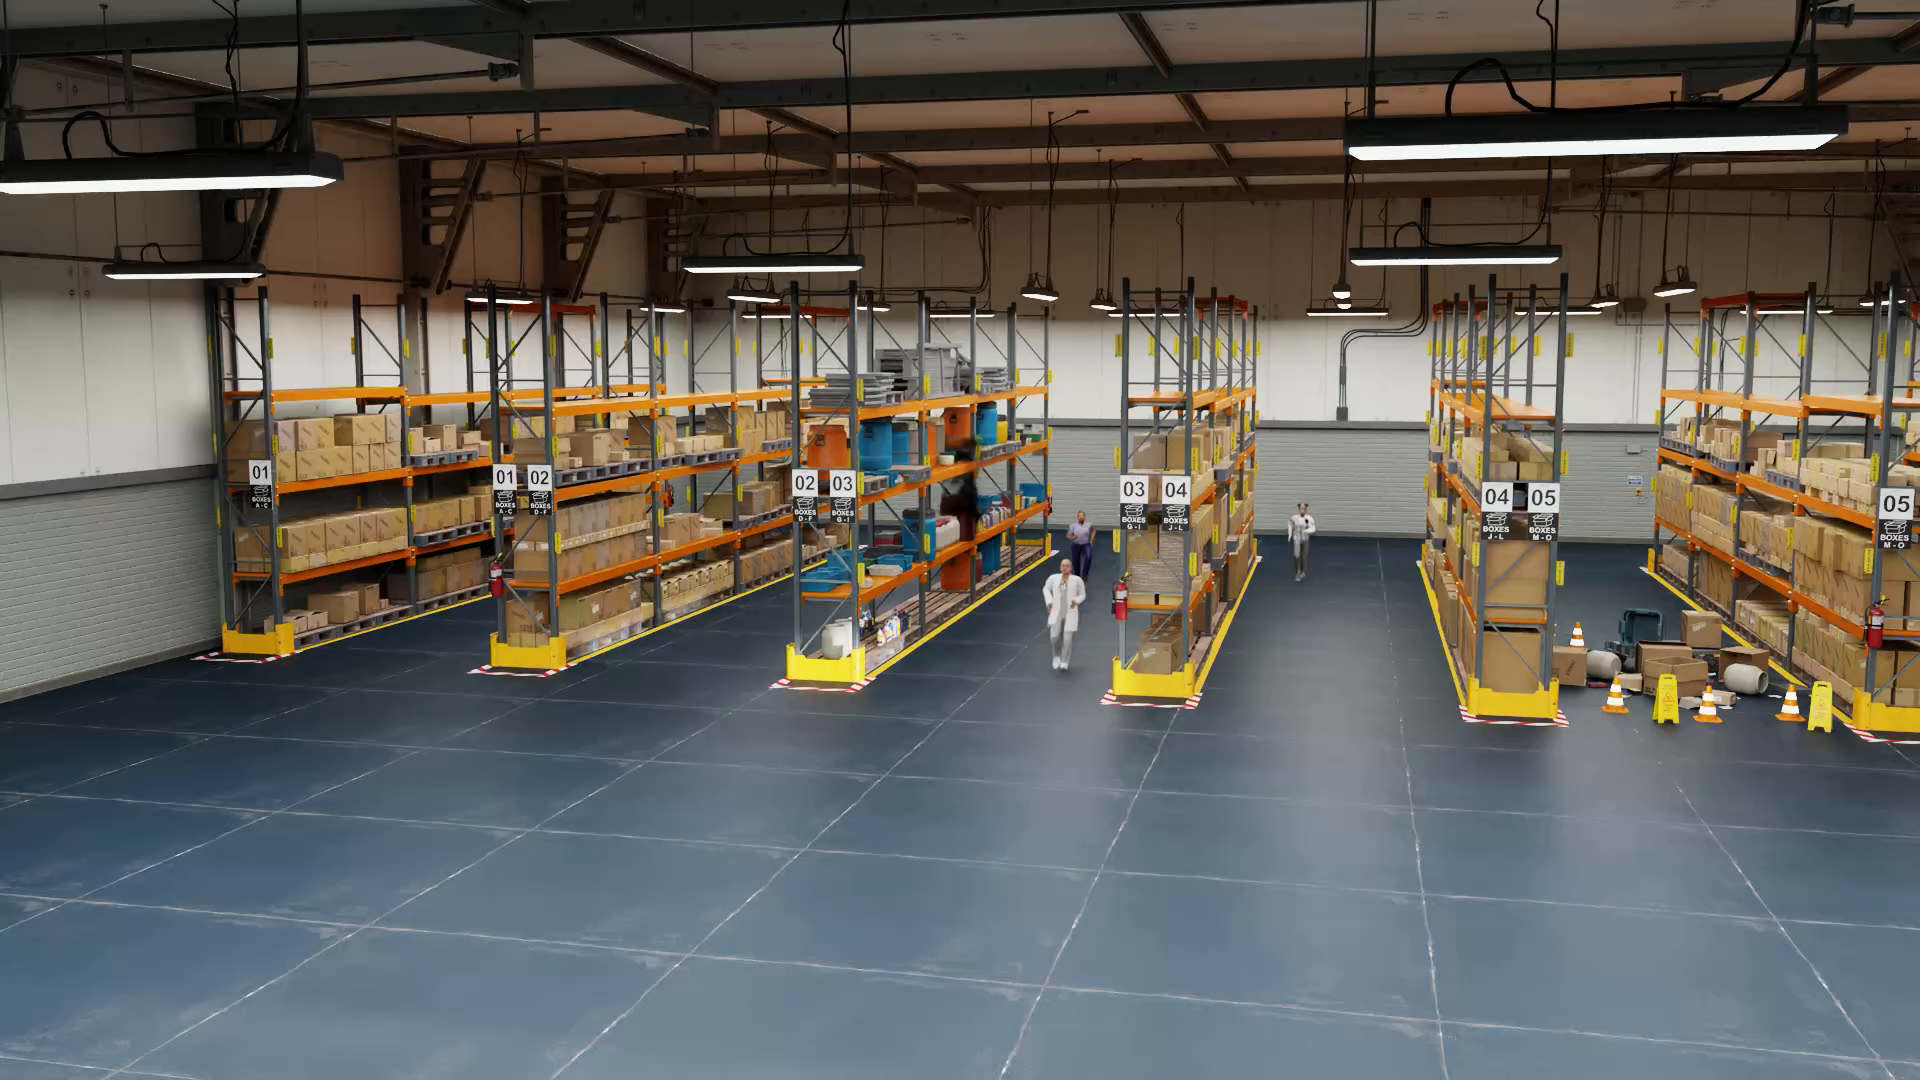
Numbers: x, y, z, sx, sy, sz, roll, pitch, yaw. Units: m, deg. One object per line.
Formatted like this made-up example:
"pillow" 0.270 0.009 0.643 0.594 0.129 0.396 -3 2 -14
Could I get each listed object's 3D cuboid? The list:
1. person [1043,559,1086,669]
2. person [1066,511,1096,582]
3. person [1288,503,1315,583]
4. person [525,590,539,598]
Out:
"person" 1.606 1.165 25.835 0.680 1.746 0.691 1 7 9
"person" 2.496 0.205 34.325 0.602 1.633 0.913 0 7 4
"person" 7.332 0.056 35.892 0.502 1.727 0.797 1 7 10
"person" -7.801 0.679 30.512 0.578 1.684 0.782 -1 7 -5
